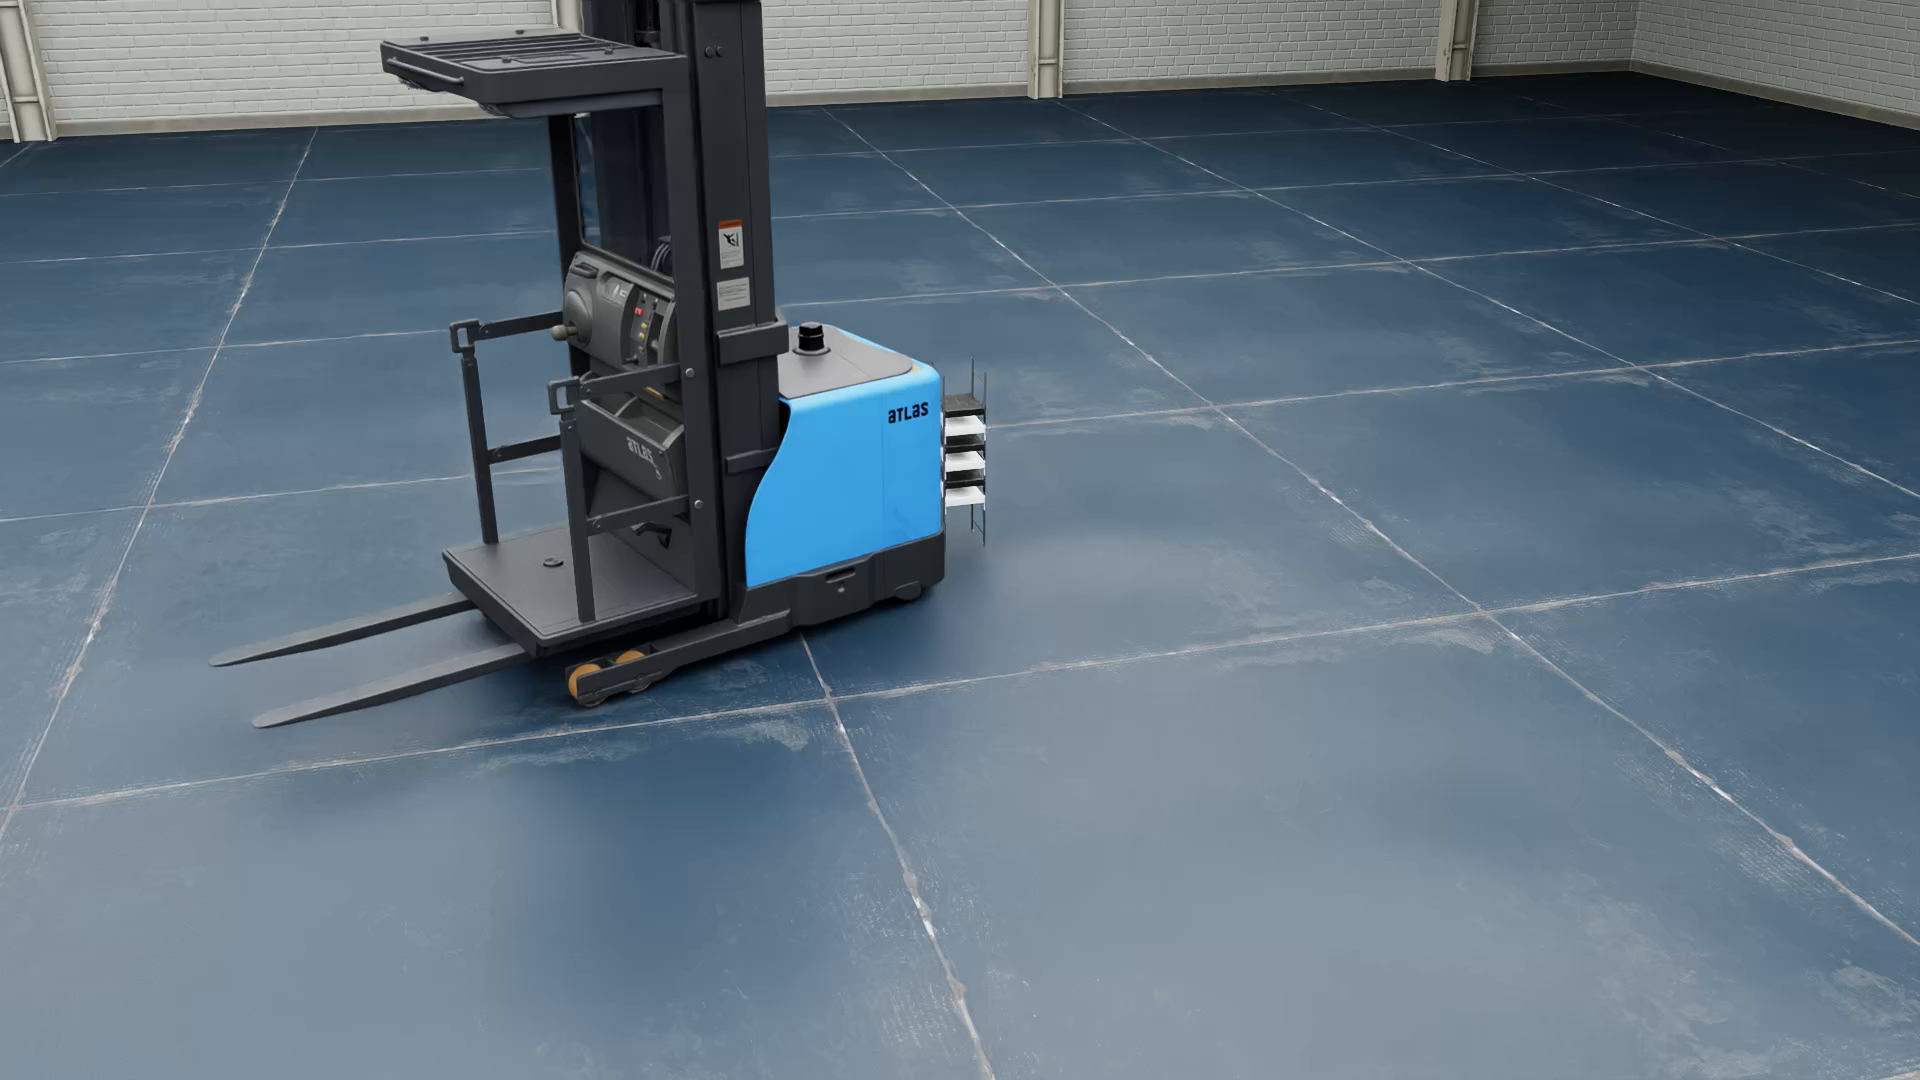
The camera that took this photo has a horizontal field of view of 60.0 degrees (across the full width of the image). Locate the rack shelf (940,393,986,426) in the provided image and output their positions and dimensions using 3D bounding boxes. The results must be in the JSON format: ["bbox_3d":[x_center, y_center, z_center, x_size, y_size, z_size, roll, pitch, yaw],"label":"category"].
[{"bbox_3d":[-0.008,-0.630,7.977,0.200,0.077,0.258,-6,24,-14],"label":"rack shelf"}]

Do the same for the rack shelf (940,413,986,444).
[{"bbox_3d":[-0.008,-0.547,8.013,0.200,0.077,0.258,-6,24,-14],"label":"rack shelf"}]

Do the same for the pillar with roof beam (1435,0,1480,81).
[{"bbox_3d":[8.050,-8.949,17.695,0.400,9.000,9.100,-6,24,-14],"label":"pillar with roof beam"}]

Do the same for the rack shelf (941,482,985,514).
[{"bbox_3d":[-0.008,-0.217,8.155,0.200,0.077,0.258,-6,24,-14],"label":"rack shelf"}]

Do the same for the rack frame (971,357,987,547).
[{"bbox_3d":[0.090,-0.424,8.096,0.006,0.900,0.240,-6,24,-14],"label":"rack frame"}]

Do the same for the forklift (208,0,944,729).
[{"bbox_3d":[-1.559,-0.915,6.665,3.031,2.935,1.130,-16,28,-33],"label":"forklift"}]

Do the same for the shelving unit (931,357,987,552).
[{"bbox_3d":[-0.008,-0.413,8.071,0.210,0.900,0.258,-6,24,-14],"label":"shelving unit"}]

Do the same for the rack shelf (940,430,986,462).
[{"bbox_3d":[-0.008,-0.465,8.048,0.200,0.077,0.258,-6,24,-14],"label":"rack shelf"}]

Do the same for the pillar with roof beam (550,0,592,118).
[{"bbox_3d":[-3.504,-7.671,14.716,0.400,9.000,9.100,-6,24,-14],"label":"pillar with roof beam"}]

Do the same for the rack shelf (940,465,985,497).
[{"bbox_3d":[-0.008,-0.299,8.119,0.200,0.077,0.258,-6,24,-14],"label":"rack shelf"}]

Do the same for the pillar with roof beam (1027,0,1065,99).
[{"bbox_3d":[2.273,-8.310,16.205,0.400,9.000,9.100,-6,24,-14],"label":"pillar with roof beam"}]

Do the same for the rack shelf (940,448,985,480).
[{"bbox_3d":[-0.008,-0.382,8.084,0.200,0.077,0.258,-6,24,-14],"label":"rack shelf"}]

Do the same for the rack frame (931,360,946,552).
[{"bbox_3d":[-0.106,-0.402,8.045,0.006,0.900,0.240,-6,24,-14],"label":"rack frame"}]

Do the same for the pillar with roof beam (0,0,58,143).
[{"bbox_3d":[-9.281,-7.032,13.226,0.400,9.000,9.100,-6,24,-14],"label":"pillar with roof beam"}]
